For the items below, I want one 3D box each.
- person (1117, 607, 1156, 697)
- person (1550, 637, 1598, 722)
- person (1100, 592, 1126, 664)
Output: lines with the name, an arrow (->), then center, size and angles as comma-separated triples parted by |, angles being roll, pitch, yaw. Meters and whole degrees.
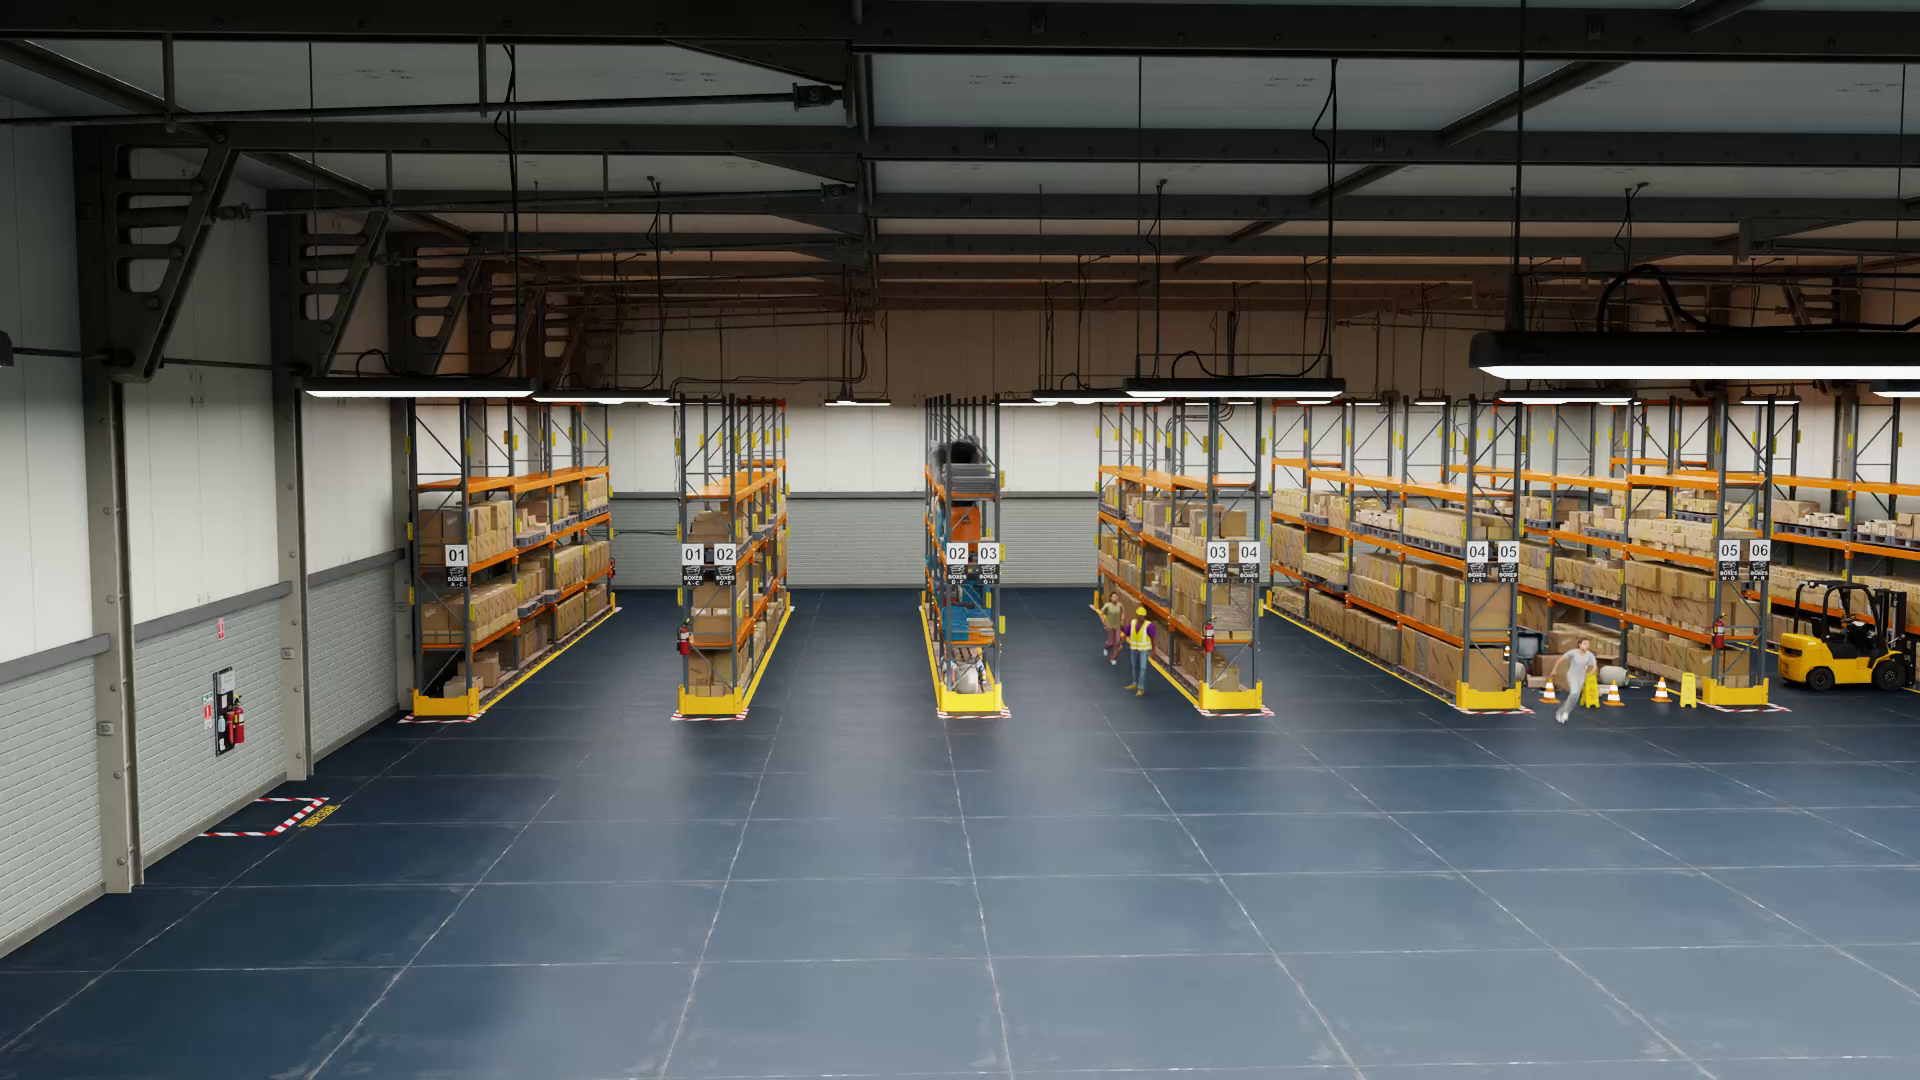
person -> 3.565, 2.214, 33.421 | 0.758, 1.759, 0.767 | 3, 5, 32
person -> 11.249, 2.553, 30.343 | 0.730, 1.585, 0.669 | -1, 5, -8
person -> 3.446, 1.966, 37.496 | 0.593, 1.625, 0.616 | -1, 5, -15
